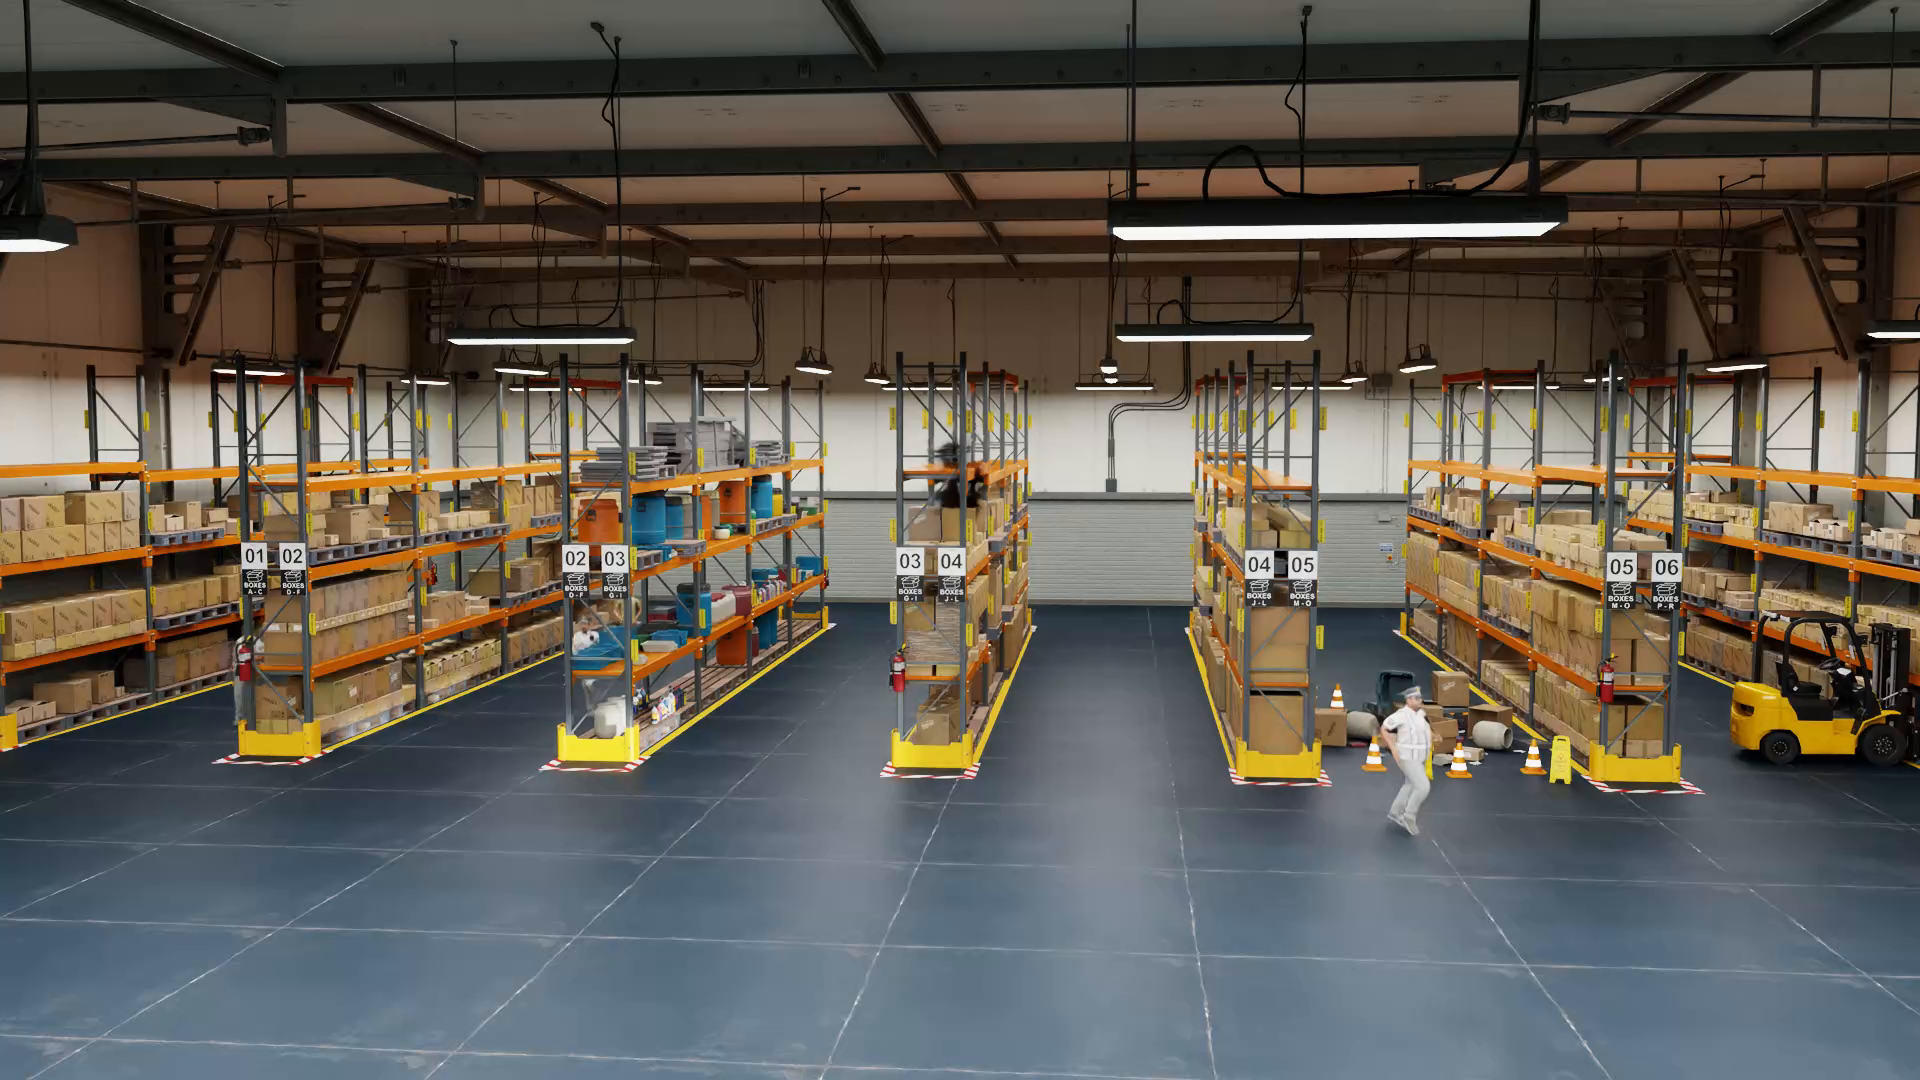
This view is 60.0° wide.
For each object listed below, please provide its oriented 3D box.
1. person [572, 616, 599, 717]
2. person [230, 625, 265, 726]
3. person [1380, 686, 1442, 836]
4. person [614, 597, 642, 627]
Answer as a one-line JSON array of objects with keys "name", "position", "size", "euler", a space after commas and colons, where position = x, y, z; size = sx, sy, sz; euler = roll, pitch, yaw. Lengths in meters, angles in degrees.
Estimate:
[{"name": "person", "position": [-6.375, 2.150, 28.411], "size": [0.590, 1.740, 0.726], "euler": [1, 4, 8]}, {"name": "person", "position": [-11.834, 2.208, 27.629], "size": [0.615, 1.632, 0.899], "euler": [0, 4, 0]}, {"name": "person", "position": [5.537, 2.688, 20.285], "size": [0.734, 1.833, 0.636], "euler": [4, 6, 45]}, {"name": "person", "position": [-6.848, 1.739, 34.347], "size": [0.596, 1.633, 0.762], "euler": [-1, 4, -12]}]
